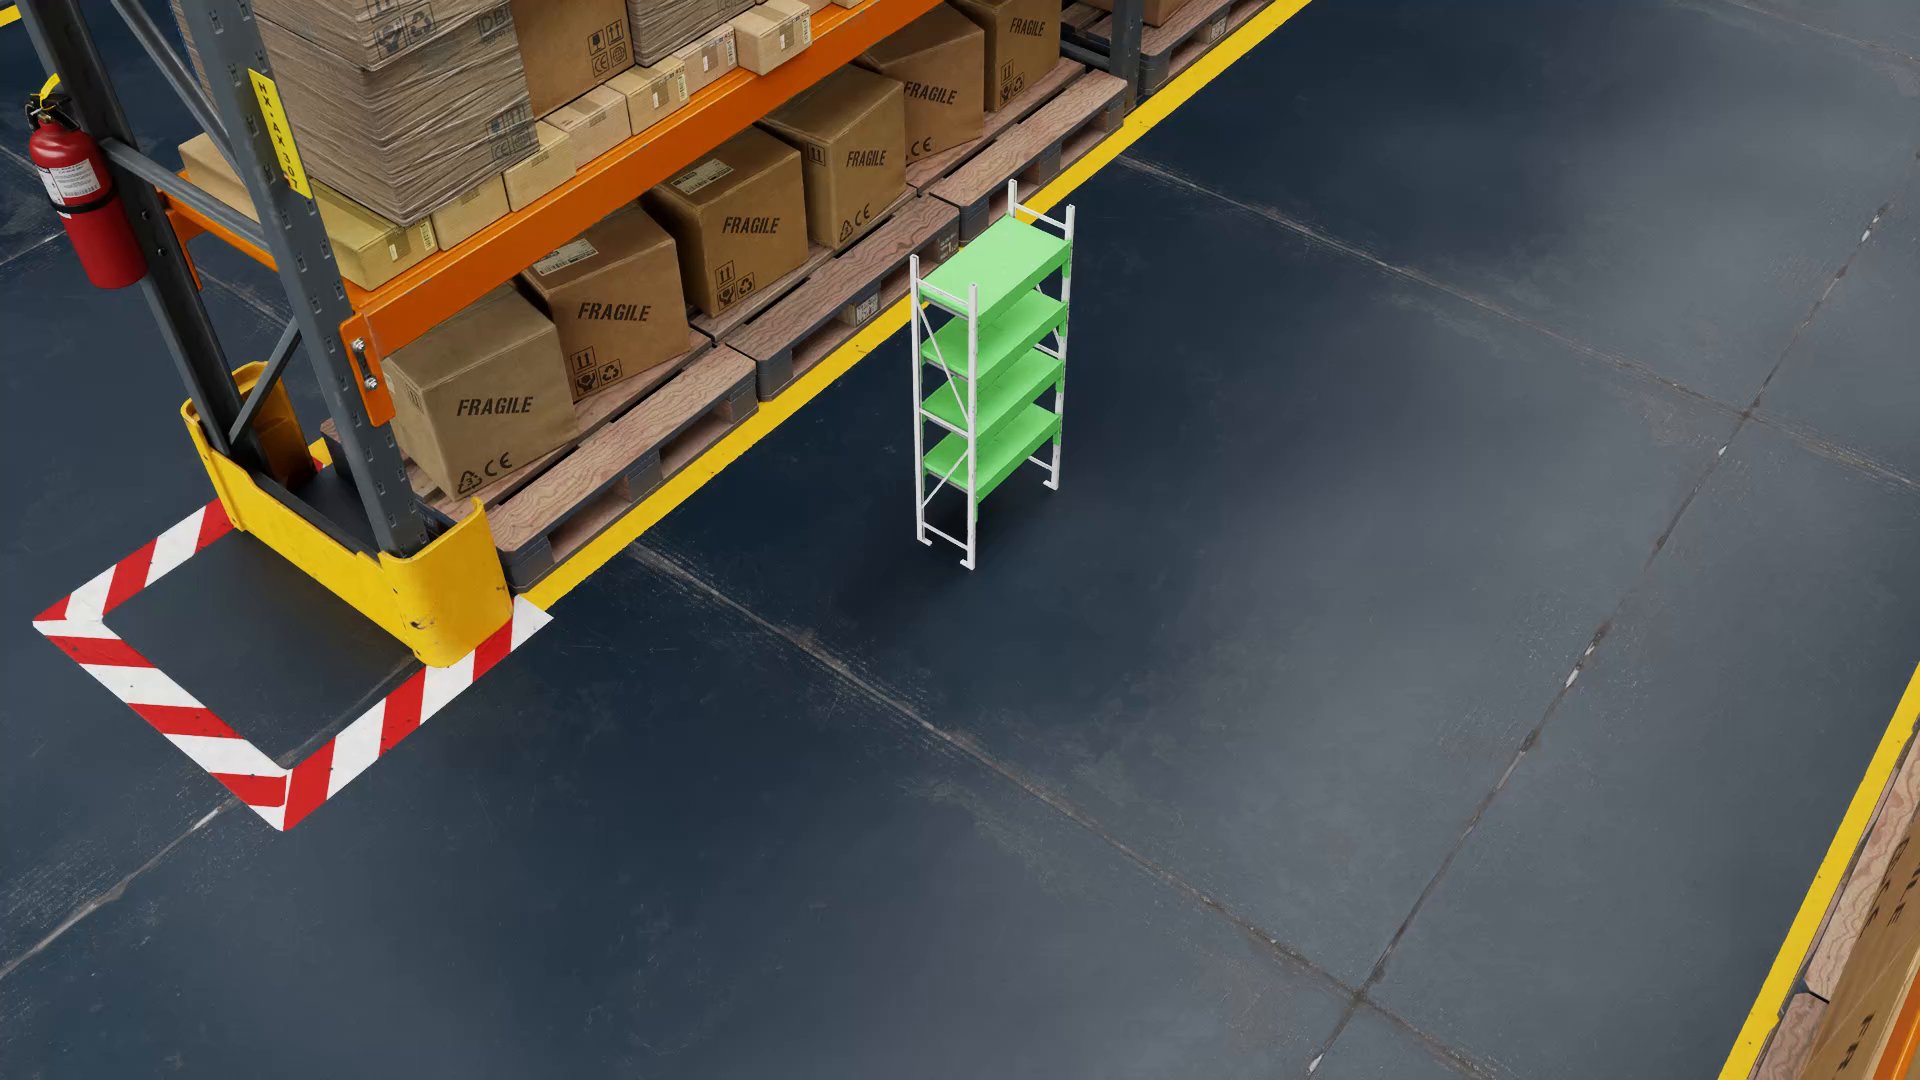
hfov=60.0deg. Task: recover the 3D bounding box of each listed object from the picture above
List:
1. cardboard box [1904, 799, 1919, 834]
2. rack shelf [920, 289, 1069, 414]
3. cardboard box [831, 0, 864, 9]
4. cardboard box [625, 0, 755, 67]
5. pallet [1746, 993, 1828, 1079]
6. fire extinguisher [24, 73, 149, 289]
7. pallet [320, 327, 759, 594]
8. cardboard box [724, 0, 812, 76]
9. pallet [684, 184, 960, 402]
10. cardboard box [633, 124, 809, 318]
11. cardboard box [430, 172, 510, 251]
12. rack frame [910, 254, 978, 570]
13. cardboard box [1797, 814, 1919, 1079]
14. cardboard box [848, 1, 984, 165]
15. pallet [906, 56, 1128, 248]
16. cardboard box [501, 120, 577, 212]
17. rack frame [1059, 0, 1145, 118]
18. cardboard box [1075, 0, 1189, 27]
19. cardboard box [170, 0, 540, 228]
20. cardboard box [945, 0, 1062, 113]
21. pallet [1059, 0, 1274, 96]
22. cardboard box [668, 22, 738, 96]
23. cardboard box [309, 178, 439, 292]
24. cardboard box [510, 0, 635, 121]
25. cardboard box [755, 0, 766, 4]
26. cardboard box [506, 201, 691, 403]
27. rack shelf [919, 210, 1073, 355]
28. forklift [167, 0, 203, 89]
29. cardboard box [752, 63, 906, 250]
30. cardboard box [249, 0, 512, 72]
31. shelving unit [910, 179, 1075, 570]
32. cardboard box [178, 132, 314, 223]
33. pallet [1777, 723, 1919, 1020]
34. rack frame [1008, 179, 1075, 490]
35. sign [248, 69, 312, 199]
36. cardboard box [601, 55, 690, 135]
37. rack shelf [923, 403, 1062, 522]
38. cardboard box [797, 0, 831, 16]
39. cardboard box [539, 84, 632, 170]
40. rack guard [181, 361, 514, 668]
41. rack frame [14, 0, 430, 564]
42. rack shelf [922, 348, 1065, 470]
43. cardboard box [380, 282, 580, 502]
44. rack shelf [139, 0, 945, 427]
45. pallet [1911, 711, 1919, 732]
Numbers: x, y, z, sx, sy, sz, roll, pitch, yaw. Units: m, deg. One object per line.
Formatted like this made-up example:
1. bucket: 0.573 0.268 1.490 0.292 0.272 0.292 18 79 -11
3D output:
1. cardboard box: 3.252 0.480 4.396 0.875 0.875 0.875 30 53 25
2. rack shelf: 0.101 -0.631 5.279 0.258 0.148 0.480 29 53 25
3. cardboard box: -0.451 -2.015 5.774 0.380 0.149 0.250 29 53 25
4. cardboard box: -1.160 -1.963 5.276 0.875 0.500 0.500 29 53 25
5. pallet: 2.221 1.804 3.880 1.003 0.211 1.213 29 53 25
6. fire extinguisher: -2.504 -1.029 4.712 0.296 0.674 0.183 29 53 25
7. pallet: -1.498 -0.447 6.031 1.003 0.211 1.213 29 53 25
8. cardboard box: -0.712 -1.704 5.477 0.380 0.149 0.250 29 53 25
9. pallet: -0.752 -1.142 6.695 1.003 0.211 1.213 29 53 25
10. cardboard box: -0.938 -1.256 6.314 0.500 0.500 0.500 34 55 28
11. cardboard box: -1.538 -1.023 4.826 0.380 0.149 0.250 29 53 25
12. rack frame: -0.048 -0.370 5.273 0.240 1.200 0.015 29 53 25
13. cardboard box: 2.693 1.001 3.899 0.875 0.875 0.875 28 53 24
14. cardboard box: -0.244 -1.945 6.972 0.500 0.500 0.500 -26 52 -23
15. pallet: -0.006 -1.843 7.365 1.003 0.211 1.213 29 53 25
16. cardboard box: -1.373 -1.159 4.957 0.380 0.149 0.250 29 53 25
17. rack frame: 0.377 -3.206 6.738 1.000 3.000 0.127 29 53 25
18. cardboard box: 0.769 -2.836 7.810 0.700 0.500 0.500 25 51 22
19. cardboard box: -1.711 -1.357 4.697 0.875 0.500 0.500 29 53 25
20. cardboard box: 0.100 -2.277 7.289 0.500 0.500 0.500 28 52 24
21. pallet: 0.851 -2.689 8.173 1.003 0.211 1.213 29 53 25
22. cardboard box: -0.947 -1.606 5.384 0.380 0.149 0.250 29 53 25
23. cardboard box: -1.706 -0.888 4.698 0.380 0.149 0.250 29 53 25
24. cardboard box: -1.500 -1.696 5.021 0.875 0.500 0.500 29 53 25
25. cardboard box: -0.845 -2.244 5.545 0.875 0.500 0.500 29 53 25
26. cardboard box: -1.336 -0.906 5.979 0.500 0.500 0.500 -29 53 -25
27. rack shelf: 0.101 -0.797 5.106 0.258 0.148 0.480 29 53 25
28. forklift: -1.723 -3.008 6.597 1.130 2.935 3.031 31 54 26
29. cardboard box: -0.561 -1.555 6.600 0.500 0.500 0.500 25 51 22
30. cardboard box: -1.517 -1.594 4.232 0.500 0.500 0.500 29 53 25
31. shelving unit: 0.101 -0.509 5.407 0.258 1.200 0.503 29 53 25
32. cardboard box: -2.058 -1.085 4.886 0.380 0.149 0.250 29 53 25
33. pallet: 2.967 1.109 4.544 1.003 0.211 1.213 29 53 25
34. rack frame: 0.250 -0.649 5.540 0.240 1.200 0.015 29 53 25
35. sign: -1.640 -0.977 4.010 0.100 0.325 0.005 29 53 25
36. cardboard box: -1.079 -1.451 5.236 0.380 0.149 0.250 29 53 25
37. rack shelf: 0.101 -0.299 5.626 0.258 0.148 0.480 29 53 25
38. cardboard box: -0.664 -1.905 5.669 0.380 0.149 0.250 29 53 25
39. cardboard box: -1.237 -1.311 5.102 0.380 0.149 0.250 29 53 25
40. rack guard: -2.023 -0.097 5.497 1.175 0.500 0.348 29 53 25
41. rack frame: -2.069 -0.917 4.552 1.000 3.000 0.127 29 53 25
42. rack shelf: 0.101 -0.465 5.453 0.258 0.148 0.480 29 53 25
43. cardboard box: -1.674 -0.549 5.638 0.500 0.500 0.500 -33 54 -27
44. rack shelf: -0.846 -1.813 5.905 1.077 0.370 4.000 29 53 25
45. pallet: 3.713 0.408 5.214 1.003 0.211 1.213 29 53 25
